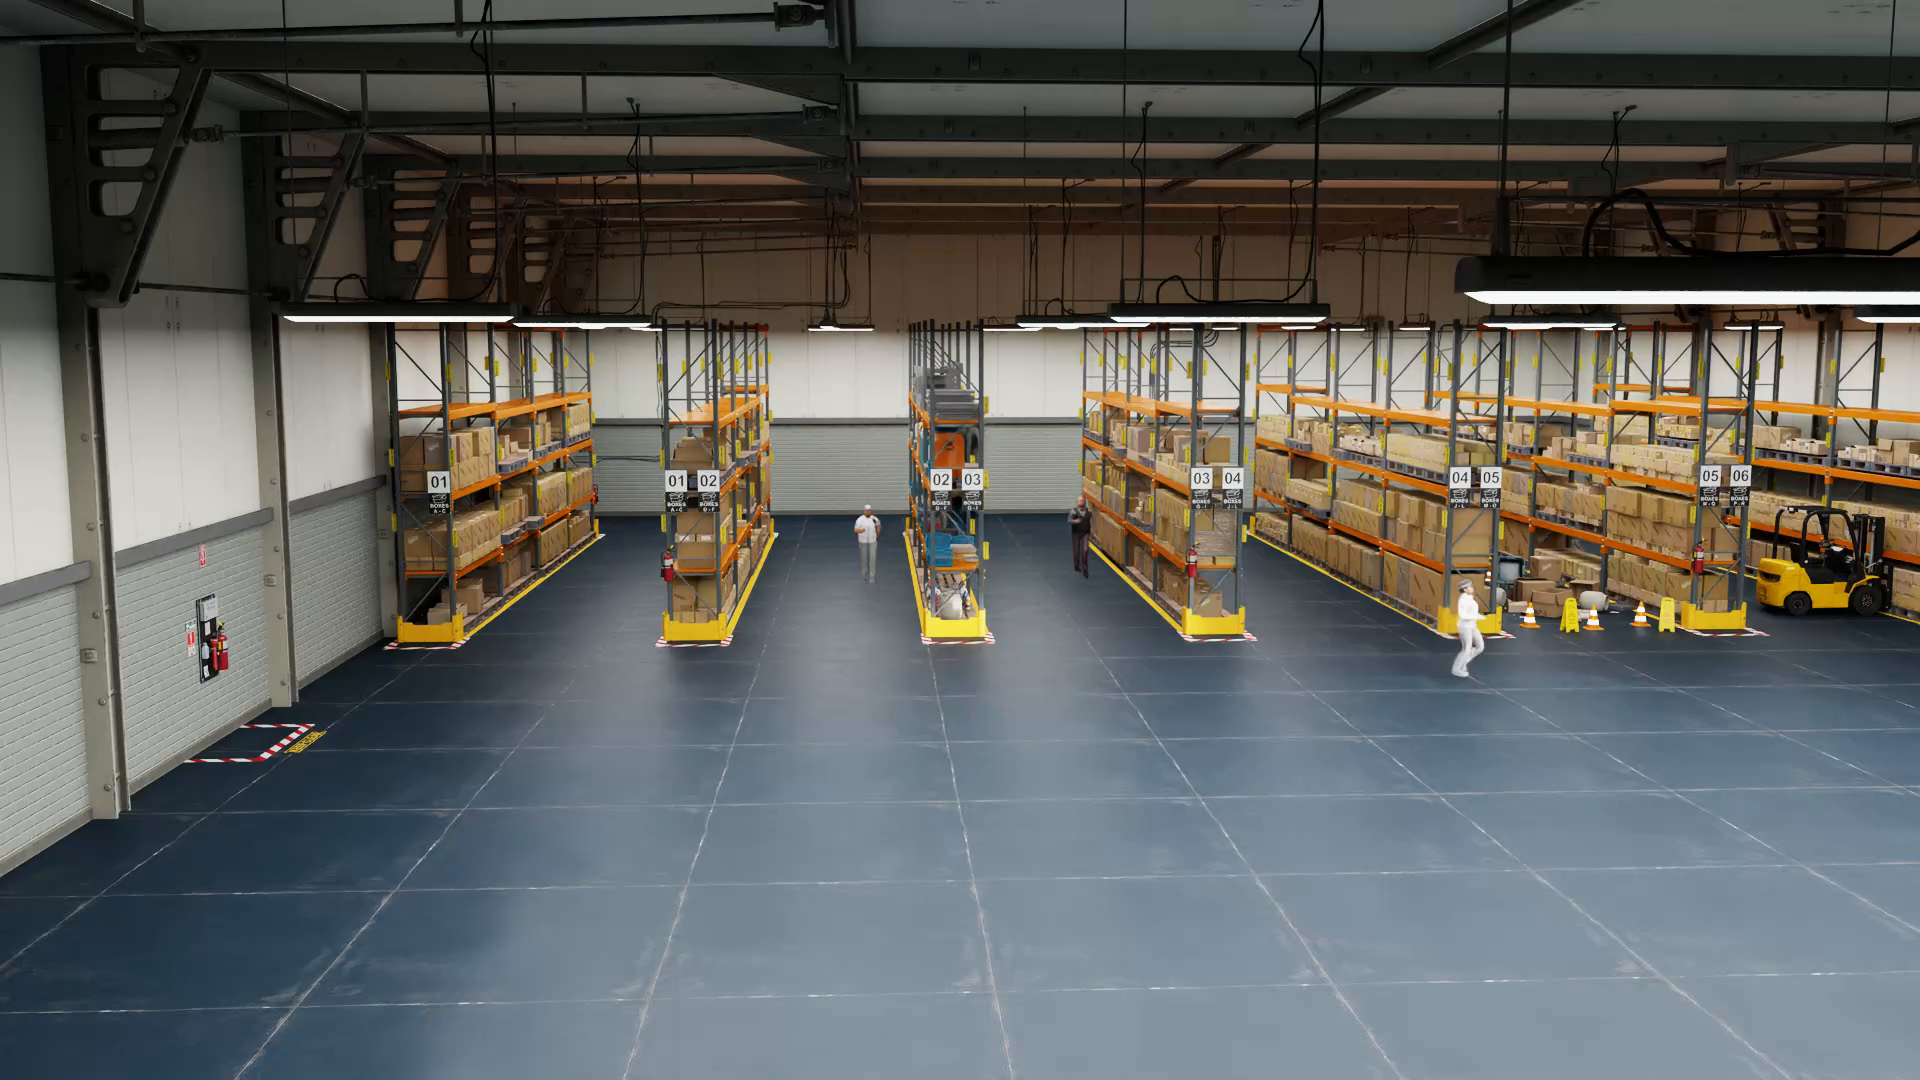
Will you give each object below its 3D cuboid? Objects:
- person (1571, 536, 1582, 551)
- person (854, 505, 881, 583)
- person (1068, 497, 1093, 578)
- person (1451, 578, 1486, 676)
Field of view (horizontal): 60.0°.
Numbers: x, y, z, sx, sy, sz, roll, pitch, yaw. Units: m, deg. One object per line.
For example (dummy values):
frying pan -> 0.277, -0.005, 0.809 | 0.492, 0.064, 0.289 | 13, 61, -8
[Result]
person -> 15.757, -0.411, 42.667 | 0.658, 1.740, 0.505 | -1, 7, -9
person -> -2.022, 0.089, 36.494 | 0.602, 1.719, 0.846 | -1, 7, -5
person -> 2.752, -0.068, 37.778 | 0.639, 1.824, 0.716 | -1, 7, -5
person -> 8.535, 1.463, 27.789 | 0.577, 1.666, 0.599 | 5, 9, 35
